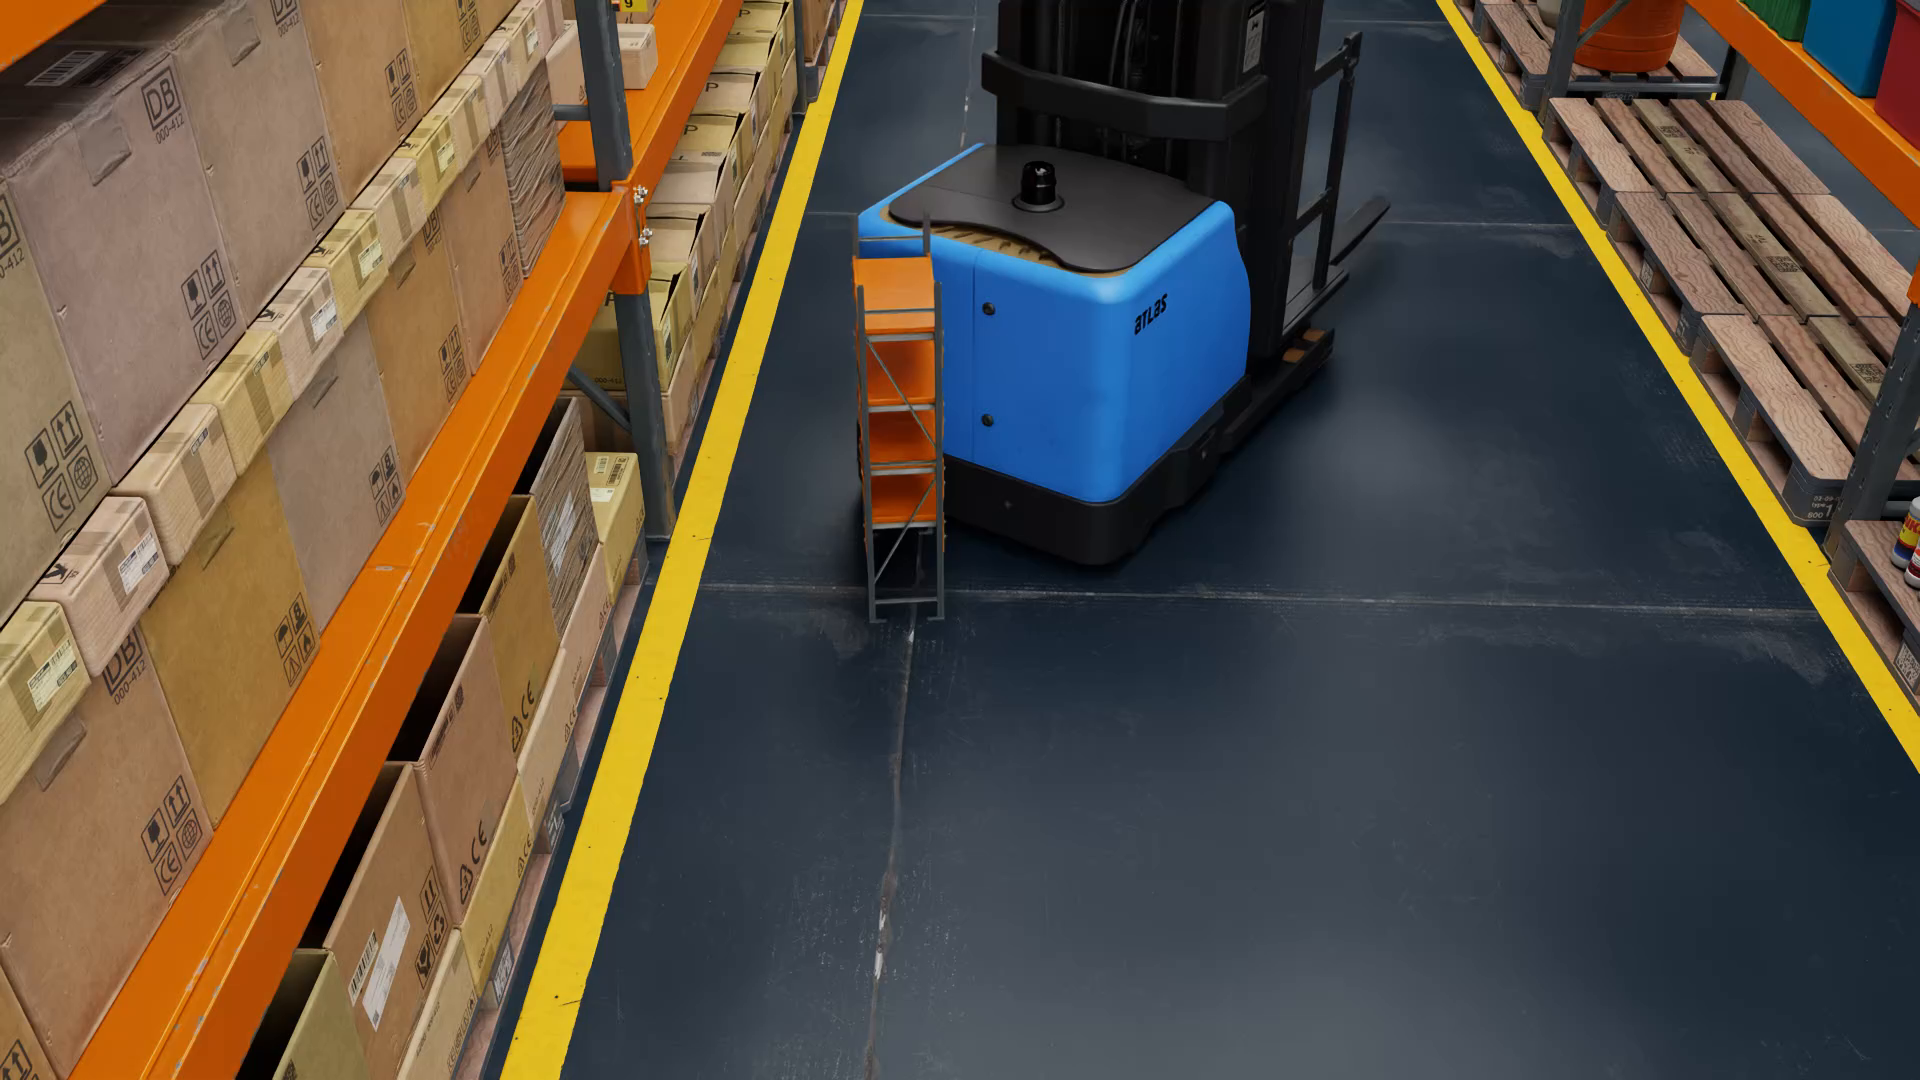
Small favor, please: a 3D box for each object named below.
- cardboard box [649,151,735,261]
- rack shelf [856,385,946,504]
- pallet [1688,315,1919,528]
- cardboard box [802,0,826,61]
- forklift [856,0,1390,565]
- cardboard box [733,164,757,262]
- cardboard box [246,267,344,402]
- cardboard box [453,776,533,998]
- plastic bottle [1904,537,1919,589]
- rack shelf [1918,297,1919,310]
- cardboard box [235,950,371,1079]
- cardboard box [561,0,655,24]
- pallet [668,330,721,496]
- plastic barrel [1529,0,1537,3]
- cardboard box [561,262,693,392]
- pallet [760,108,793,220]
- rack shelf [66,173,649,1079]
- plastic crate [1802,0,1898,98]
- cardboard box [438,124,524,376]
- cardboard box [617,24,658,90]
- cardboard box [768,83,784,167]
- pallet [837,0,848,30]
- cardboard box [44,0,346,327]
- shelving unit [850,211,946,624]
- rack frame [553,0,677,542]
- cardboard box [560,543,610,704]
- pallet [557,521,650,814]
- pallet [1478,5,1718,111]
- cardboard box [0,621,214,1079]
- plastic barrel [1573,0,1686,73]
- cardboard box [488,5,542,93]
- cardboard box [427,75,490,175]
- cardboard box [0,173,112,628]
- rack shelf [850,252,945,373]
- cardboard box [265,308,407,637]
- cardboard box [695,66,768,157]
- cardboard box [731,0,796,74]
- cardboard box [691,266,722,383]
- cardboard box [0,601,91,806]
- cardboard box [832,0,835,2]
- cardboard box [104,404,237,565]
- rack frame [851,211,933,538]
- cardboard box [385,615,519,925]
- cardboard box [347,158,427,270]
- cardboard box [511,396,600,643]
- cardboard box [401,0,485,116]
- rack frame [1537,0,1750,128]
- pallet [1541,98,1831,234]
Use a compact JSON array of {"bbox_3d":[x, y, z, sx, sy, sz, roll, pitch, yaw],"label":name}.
[{"bbox_3d":[-1.187,-1.361,6.617,0.500,0.311,0.500,0,35,0],"label":"cardboard box"},{"bbox_3d":[-0.192,-0.314,5.270,0.258,0.148,0.480,-3,35,-4],"label":"rack shelf"},{"bbox_3d":[3.444,-0.463,6.225,1.003,0.211,1.213,1,35,2],"label":"pallet"},{"bbox_3d":[-1.033,-2.979,9.171,0.500,0.500,0.500,3,35,4],"label":"cardboard box"},{"bbox_3d":[0.855,-1.928,5.944,1.130,2.935,3.031,20,40,26],"label":"forklift"},{"bbox_3d":[-1.173,-1.425,7.195,0.500,0.250,0.500,2,35,3],"label":"cardboard box"},{"bbox_3d":[-1.365,-0.380,3.031,0.380,0.149,0.250,2,35,2],"label":"cardboard box"},{"bbox_3d":[-1.353,0.818,4.003,0.500,0.250,0.500,1,35,2],"label":"cardboard box"},{"bbox_3d":[2.997,0.044,5.129,0.097,0.201,0.097,0,35,0],"label":"plastic bottle"},{"bbox_3d":[3.371,0.291,3.352,1.077,0.370,4.000,1,35,2],"label":"rack shelf"},{"bbox_3d":[-1.396,1.086,2.970,0.500,0.500,0.500,1,35,2],"label":"cardboard box"},{"bbox_3d":[-1.429,-2.053,5.975,0.500,0.500,0.500,4,35,5],"label":"cardboard box"},{"bbox_3d":[-1.507,-0.552,6.352,1.003,0.211,1.213,1,35,2],"label":"pallet"},{"bbox_3d":[3.660,-3.566,9.947,0.600,0.588,0.708,1,35,2],"label":"plastic barrel"},{"bbox_3d":[-1.232,-0.776,5.784,0.500,0.311,0.500,1,35,2],"label":"cardboard box"},{"bbox_3d":[-1.409,-1.954,8.346,1.003,0.211,1.213,1,35,2],"label":"pallet"},{"bbox_3d":[-1.578,0.175,3.518,1.077,0.370,4.000,1,35,2],"label":"rack shelf"},{"bbox_3d":[3.185,-1.786,5.697,0.392,0.384,0.575,1,35,2],"label":"plastic crate"},{"bbox_3d":[-1.524,-0.751,4.123,0.700,0.500,0.500,1,35,1],"label":"cardboard box"},{"bbox_3d":[-1.258,-1.670,5.736,0.380,0.149,0.250,1,35,2],"label":"cardboard box"},{"bbox_3d":[-1.132,-2.009,8.026,0.500,0.250,0.500,1,35,1],"label":"cardboard box"},{"bbox_3d":[-1.218,-3.553,10.622,1.003,0.211,1.213,1,35,2],"label":"pallet"},{"bbox_3d":[-1.570,-0.720,2.951,0.700,0.500,0.500,1,35,2],"label":"cardboard box"},{"bbox_3d":[-0.192,-0.369,5.232,0.258,1.200,0.503,-3,35,-4],"label":"shelving unit"},{"bbox_3d":[-1.498,-1.268,4.946,1.000,3.000,0.127,1,35,2],"label":"rack frame"},{"bbox_3d":[-1.328,0.243,4.821,0.500,0.250,0.500,1,35,2],"label":"cardboard box"},{"bbox_3d":[-1.572,0.328,5.099,1.003,0.211,1.213,1,35,2],"label":"pallet"},{"bbox_3d":[3.602,-2.763,9.498,1.003,0.211,1.213,1,35,2],"label":"pallet"},{"bbox_3d":[-1.611,0.419,2.458,0.700,0.500,0.500,2,35,3],"label":"cardboard box"},{"bbox_3d":[3.615,-3.015,8.954,0.600,0.830,0.708,1,35,2],"label":"plastic barrel"},{"bbox_3d":[-1.307,-1.272,4.300,0.380,0.149,0.250,1,35,1],"label":"cardboard box"},{"bbox_3d":[-1.324,-0.970,3.871,0.380,0.149,0.250,1,35,2],"label":"cardboard box"},{"bbox_3d":[-1.609,-0.143,2.129,0.700,0.500,0.500,0,35,1],"label":"cardboard box"},{"bbox_3d":[-0.192,-0.691,5.006,0.258,0.148,0.480,-3,35,-4],"label":"rack shelf"},{"bbox_3d":[-1.567,-0.169,3.294,0.700,0.500,0.500,2,35,3],"label":"cardboard box"},{"bbox_3d":[-1.149,-1.948,7.451,0.500,0.311,0.500,1,35,2],"label":"cardboard box"},{"bbox_3d":[-1.112,-2.536,8.289,0.500,0.311,0.500,2,35,3],"label":"cardboard box"},{"bbox_3d":[-1.212,-0.835,6.356,0.500,0.250,0.500,2,35,3],"label":"cardboard box"},{"bbox_3d":[-1.408,0.208,2.194,0.380,0.149,0.250,1,35,2],"label":"cardboard box"},{"bbox_3d":[-0.993,-3.568,10.009,0.500,0.500,0.500,1,35,1],"label":"cardboard box"},{"bbox_3d":[-1.388,-0.090,2.619,0.380,0.149,0.250,0,35,0],"label":"cardboard box"},{"bbox_3d":[-0.213,-0.509,5.431,0.240,1.200,0.015,-3,35,-4],"label":"rack frame"},{"bbox_3d":[-1.352,0.511,3.788,0.500,0.500,0.500,1,35,2],"label":"cardboard box"},{"bbox_3d":[-1.347,-0.684,3.464,0.380,0.149,0.250,2,35,3],"label":"cardboard box"},{"bbox_3d":[-1.330,-0.064,4.606,0.500,0.500,0.500,1,35,2],"label":"cardboard box"},{"bbox_3d":[-1.528,-1.295,3.768,0.700,0.500,0.500,1,35,2],"label":"cardboard box"},{"bbox_3d":[3.612,-3.450,8.050,1.000,3.000,0.127,1,35,2],"label":"rack frame"},{"bbox_3d":[3.542,-1.865,8.220,1.003,0.211,1.213,1,35,2],"label":"pallet"}]
